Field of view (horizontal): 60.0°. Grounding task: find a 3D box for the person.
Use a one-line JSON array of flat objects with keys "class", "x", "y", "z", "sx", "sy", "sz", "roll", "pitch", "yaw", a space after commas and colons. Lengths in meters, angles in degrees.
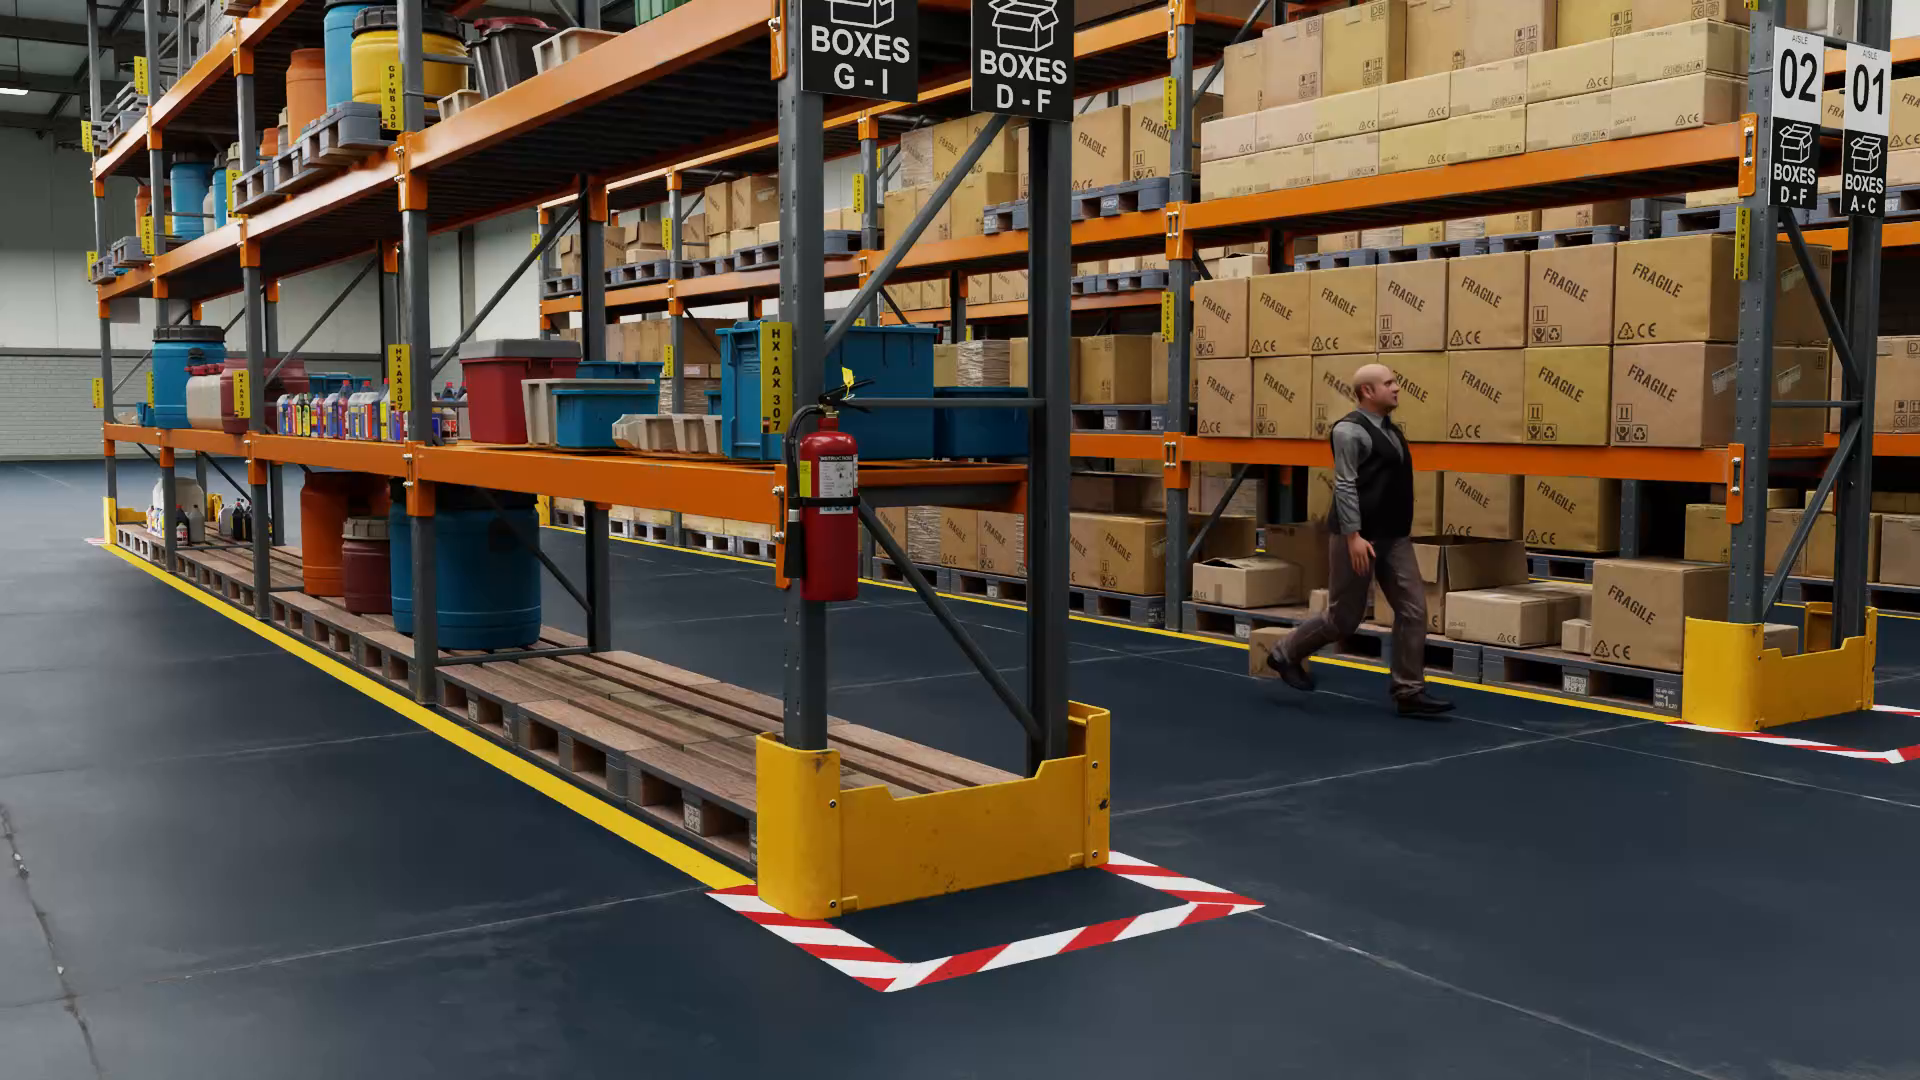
[{"class": "person", "x": 1.963, "y": -0.009, "z": 8.112, "sx": 0.531, "sy": 1.690, "sz": 0.955, "roll": -4, "pitch": 6, "yaw": -43}]
